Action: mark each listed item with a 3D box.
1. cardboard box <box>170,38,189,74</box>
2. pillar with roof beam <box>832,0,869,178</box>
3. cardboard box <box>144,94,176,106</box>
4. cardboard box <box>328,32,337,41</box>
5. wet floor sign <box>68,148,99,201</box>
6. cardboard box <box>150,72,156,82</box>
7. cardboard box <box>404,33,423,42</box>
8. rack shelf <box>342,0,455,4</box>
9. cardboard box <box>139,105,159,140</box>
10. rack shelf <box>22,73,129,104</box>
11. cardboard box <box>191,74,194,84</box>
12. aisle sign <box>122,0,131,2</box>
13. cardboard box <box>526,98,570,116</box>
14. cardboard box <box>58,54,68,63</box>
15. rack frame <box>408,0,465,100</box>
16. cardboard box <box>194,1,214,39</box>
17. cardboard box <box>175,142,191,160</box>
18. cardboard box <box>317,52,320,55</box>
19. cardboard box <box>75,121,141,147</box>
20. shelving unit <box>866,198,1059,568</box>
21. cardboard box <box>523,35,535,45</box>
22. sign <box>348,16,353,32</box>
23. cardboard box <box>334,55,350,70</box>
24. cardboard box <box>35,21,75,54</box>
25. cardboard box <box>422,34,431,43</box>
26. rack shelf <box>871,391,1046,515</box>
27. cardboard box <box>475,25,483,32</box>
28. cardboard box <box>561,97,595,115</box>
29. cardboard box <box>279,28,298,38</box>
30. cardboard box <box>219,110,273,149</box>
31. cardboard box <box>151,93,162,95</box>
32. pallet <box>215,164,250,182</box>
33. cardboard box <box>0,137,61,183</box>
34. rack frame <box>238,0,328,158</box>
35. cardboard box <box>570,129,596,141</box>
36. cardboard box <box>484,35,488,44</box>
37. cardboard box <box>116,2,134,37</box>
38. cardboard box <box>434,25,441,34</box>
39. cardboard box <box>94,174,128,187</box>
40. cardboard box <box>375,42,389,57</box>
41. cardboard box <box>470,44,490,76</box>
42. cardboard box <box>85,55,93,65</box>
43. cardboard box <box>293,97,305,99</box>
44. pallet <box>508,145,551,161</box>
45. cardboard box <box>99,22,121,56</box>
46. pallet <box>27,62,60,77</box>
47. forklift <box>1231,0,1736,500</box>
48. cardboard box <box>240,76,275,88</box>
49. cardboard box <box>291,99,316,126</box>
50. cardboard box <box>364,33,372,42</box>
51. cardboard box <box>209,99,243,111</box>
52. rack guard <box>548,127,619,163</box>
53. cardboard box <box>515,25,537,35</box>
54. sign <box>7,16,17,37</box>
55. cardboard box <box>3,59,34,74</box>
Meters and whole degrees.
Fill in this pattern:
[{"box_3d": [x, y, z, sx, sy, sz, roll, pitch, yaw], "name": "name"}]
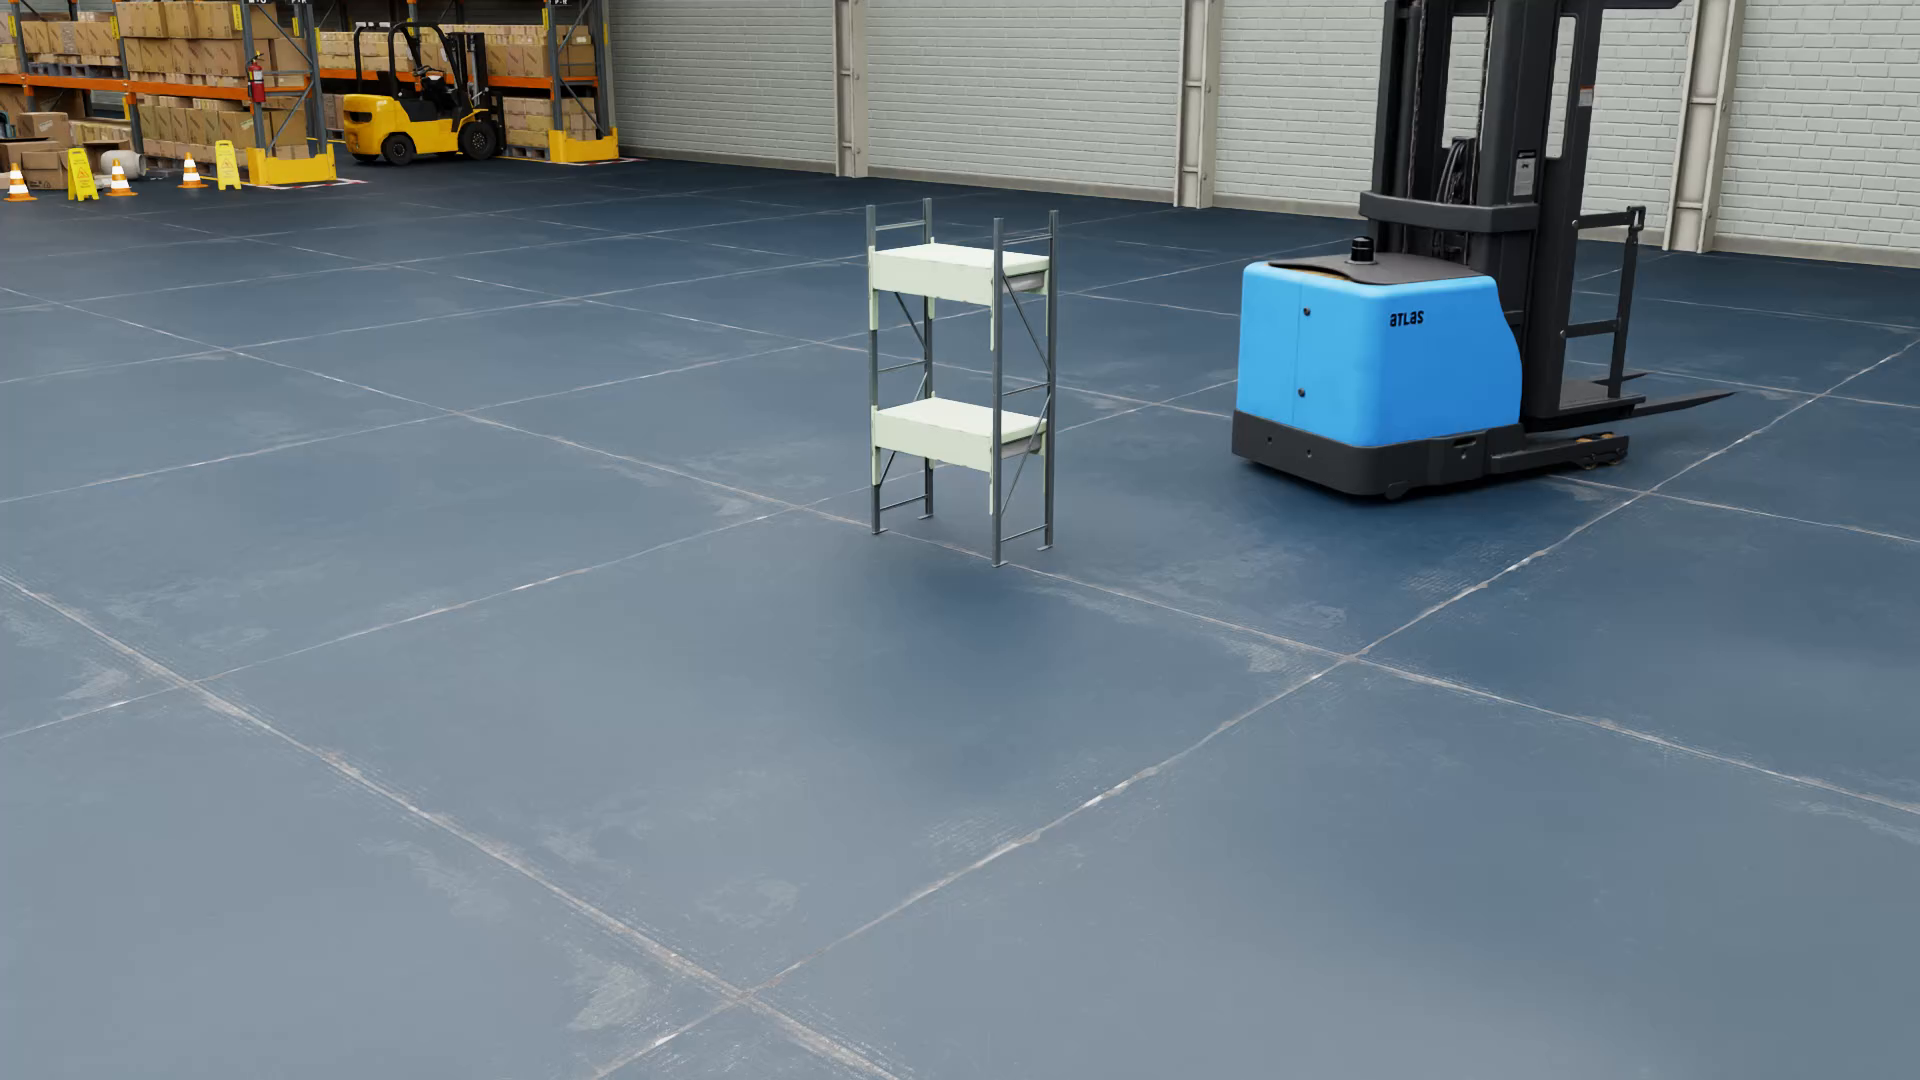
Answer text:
[{"box_3d": [-11.138, -7.070, 24.275, 0.500, 0.500, 0.500, 15, 23, 40], "name": "cardboard box"}, {"box_3d": [-4.440, -8.674, 20.066, 0.400, 9.000, 9.100, 15, 23, 39], "name": "pillar with roof beam"}, {"box_3d": [-12.115, -6.667, 25.198, 0.250, 0.149, 0.380, 15, 23, 40], "name": "cardboard box"}, {"box_3d": [-11.475, -9.333, 30.823, 0.250, 0.149, 0.380, 15, 23, 40], "name": "cardboard box"}, {"box_3d": [-11.314, -4.705, 21.371, 0.232, 0.644, 0.267, 11, 20, 30], "name": "wet floor sign"}, {"box_3d": [-11.966, -6.988, 25.086, 0.250, 0.149, 0.380, 15, 23, 39], "name": "cardboard box"}, {"box_3d": [-9.542, -8.828, 29.231, 0.250, 0.149, 0.380, 16, 24, 41], "name": "cardboard box"}, {"box_3d": [-10.635, -9.941, 30.207, 4.000, 0.370, 1.077, 15, 23, 39], "name": "rack shelf"}, {"box_3d": [-12.169, -6.396, 25.418, 0.500, 0.500, 0.500, 16, 24, 42], "name": "cardboard box"}, {"box_3d": [-13.927, -7.387, 27.119, 4.000, 0.370, 1.077, 15, 23, 39], "name": "rack shelf"}, {"box_3d": [-10.991, -6.744, 24.318, 0.250, 0.149, 0.380, 15, 23, 39], "name": "cardboard box"}, {"box_3d": [-18.361, -12.048, 36.319, 0.004, 0.787, 0.394, 15, 23, 39], "name": "aisle sign"}, {"box_3d": [-6.699, -7.037, 27.026, 0.500, 0.250, 0.500, 16, 24, 41], "name": "cardboard box"}, {"box_3d": [-14.516, -7.884, 27.218, 0.380, 0.149, 0.250, -17, 24, -42], "name": "cardboard box"}, {"box_3d": [-9.139, -8.452, 29.286, 0.127, 3.000, 1.000, 15, 23, 39], "name": "rack frame"}, {"box_3d": [-10.340, -7.348, 23.496, 0.500, 0.500, 0.700, 15, 23, 40], "name": "cardboard box"}, {"box_3d": [-11.364, -5.828, 24.868, 0.500, 0.250, 0.500, 15, 23, 39], "name": "cardboard box"}, {"box_3d": [-11.978, -9.272, 31.291, 0.500, 0.250, 0.500, 15, 23, 39], "name": "cardboard box"}, {"box_3d": [-13.886, -6.664, 27.300, 0.625, 0.372, 0.950, 16, 24, 41], "name": "cardboard box"}, {"box_3d": [0.005, -0.714, 7.381, 0.755, 1.500, 0.431, 15, 23, 39], "name": "shelving unit"}, {"box_3d": [-6.804, -8.057, 26.802, 0.250, 0.149, 0.380, 16, 23, 40], "name": "cardboard box"}, {"box_3d": [-11.765, -9.934, 32.039, 0.005, 0.325, 0.100, 15, 23, 39], "name": "sign"}, {"box_3d": [-11.199, -8.836, 30.742, 0.500, 0.250, 0.500, 14, 22, 38], "name": "cardboard box"}, {"box_3d": [-14.846, -8.276, 27.378, 0.500, 0.500, 0.500, 17, 24, 42], "name": "cardboard box"}, {"box_3d": [-9.075, -8.686, 28.784, 0.250, 0.149, 0.380, 15, 23, 38], "name": "cardboard box"}, {"box_3d": [0.005, -0.403, 7.479, 0.720, 0.370, 0.431, 15, 23, 39], "name": "rack shelf"}, {"box_3d": [-7.883, -8.533, 27.811, 0.250, 0.149, 0.380, 15, 23, 39], "name": "cardboard box"}, {"box_3d": [-6.381, -7.155, 27.396, 0.500, 0.250, 0.500, 15, 23, 38], "name": "cardboard box"}, {"box_3d": [-13.475, -9.791, 32.639, 0.637, 0.503, 0.797, 14, 23, 38], "name": "cardboard box"}, {"box_3d": [-10.212, -5.874, 23.774, 0.500, 0.500, 0.500, 15, 23, 40], "name": "cardboard box"}, {"box_3d": [-17.106, -9.546, 36.170, 0.500, 0.500, 0.700, 16, 24, 41], "name": "cardboard box"}, {"box_3d": [-10.080, -5.383, 24.224, 1.213, 0.211, 1.003, 15, 23, 39], "name": "pallet"}, {"box_3d": [-13.139, -5.366, 23.464, 0.503, 0.637, 0.797, 15, 23, 39], "name": "cardboard box"}, {"box_3d": [-9.439, -6.525, 23.214, 0.127, 3.000, 1.000, 15, 23, 39], "name": "rack frame"}, {"box_3d": [-6.385, -6.682, 27.558, 0.500, 0.250, 0.500, 15, 23, 39], "name": "cardboard box"}, {"box_3d": [-7.695, -8.335, 27.678, 0.250, 0.149, 0.380, 15, 23, 39], "name": "cardboard box"}, {"box_3d": [-12.246, -7.857, 25.101, 0.500, 0.500, 0.700, 15, 23, 39], "name": "cardboard box"}, {"box_3d": [-8.830, -8.792, 28.626, 0.250, 0.149, 0.380, 15, 23, 40], "name": "cardboard box"}, {"box_3d": [-11.760, -4.973, 23.034, 0.380, 0.149, 0.250, -6, 18, -18], "name": "cardboard box"}, {"box_3d": [-10.066, -8.762, 29.682, 0.500, 0.250, 0.500, 14, 23, 38], "name": "cardboard box"}, {"box_3d": [-7.839, -8.044, 27.833, 0.500, 0.500, 0.500, 15, 23, 40], "name": "cardboard box"}, {"box_3d": [-13.594, -7.601, 26.324, 0.250, 0.149, 0.380, 15, 23, 40], "name": "cardboard box"}, {"box_3d": [-12.669, -8.615, 32.165, 0.250, 0.149, 0.380, 14, 22, 37], "name": "cardboard box"}, {"box_3d": [-6.747, -6.464, 27.631, 1.213, 0.211, 1.003, 15, 23, 39], "name": "pallet"}, {"box_3d": [-12.929, -7.759, 25.750, 0.500, 0.500, 0.500, 15, 23, 38], "name": "cardboard box"}, {"box_3d": [-14.819, -7.921, 27.930, 1.003, 0.211, 1.213, 15, 23, 39], "name": "pallet"}, {"box_3d": [2.979, -1.896, 8.740, 3.031, 2.935, 1.130, -10, 20, -28], "name": "forklift"}, {"box_3d": [-9.861, -6.432, 23.337, 0.250, 0.149, 0.380, 16, 24, 41], "name": "cardboard box"}, {"box_3d": [-12.590, -8.301, 32.246, 0.500, 0.500, 0.500, 16, 24, 41], "name": "cardboard box"}, {"box_3d": [-10.517, -9.077, 30.018, 0.250, 0.149, 0.380, 15, 23, 40], "name": "cardboard box"}, {"box_3d": [-10.531, -6.242, 23.861, 0.250, 0.149, 0.380, 16, 24, 41], "name": "cardboard box"}, {"box_3d": [-6.130, -6.453, 27.118, 0.348, 0.500, 1.175, 15, 23, 39], "name": "rack guard"}, {"box_3d": [-6.974, -8.261, 26.954, 0.250, 0.149, 0.380, 16, 23, 40], "name": "cardboard box"}, {"box_3d": [-15.789, -8.557, 27.703, 0.005, 0.325, 0.100, 15, 23, 39], "name": "sign"}, {"box_3d": [-15.974, -8.103, 28.433, 0.500, 0.250, 0.500, 14, 22, 37], "name": "cardboard box"}]
